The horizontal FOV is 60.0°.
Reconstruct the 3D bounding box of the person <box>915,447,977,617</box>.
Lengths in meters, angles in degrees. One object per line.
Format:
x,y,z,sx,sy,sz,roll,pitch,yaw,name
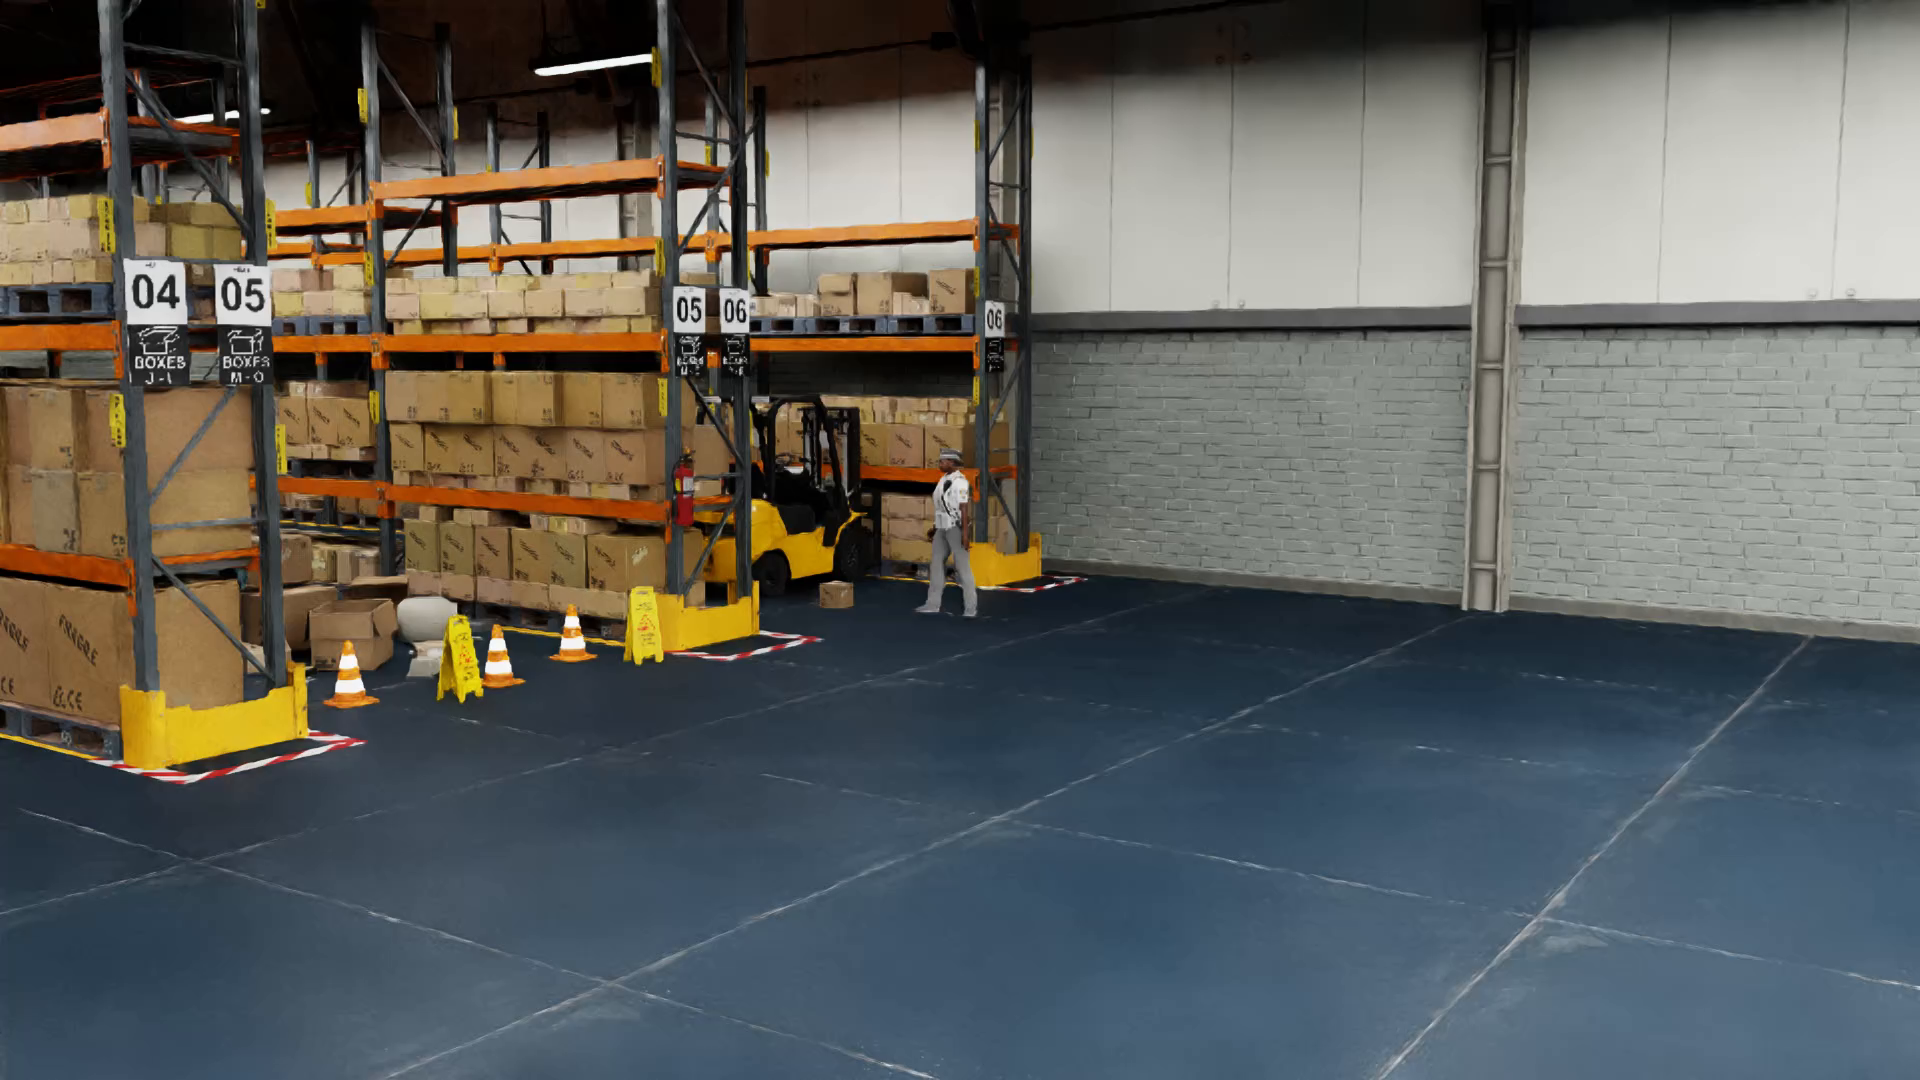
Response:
-0.156,-0.087,16.543,0.583,1.673,0.643,-4,8,-34,person
